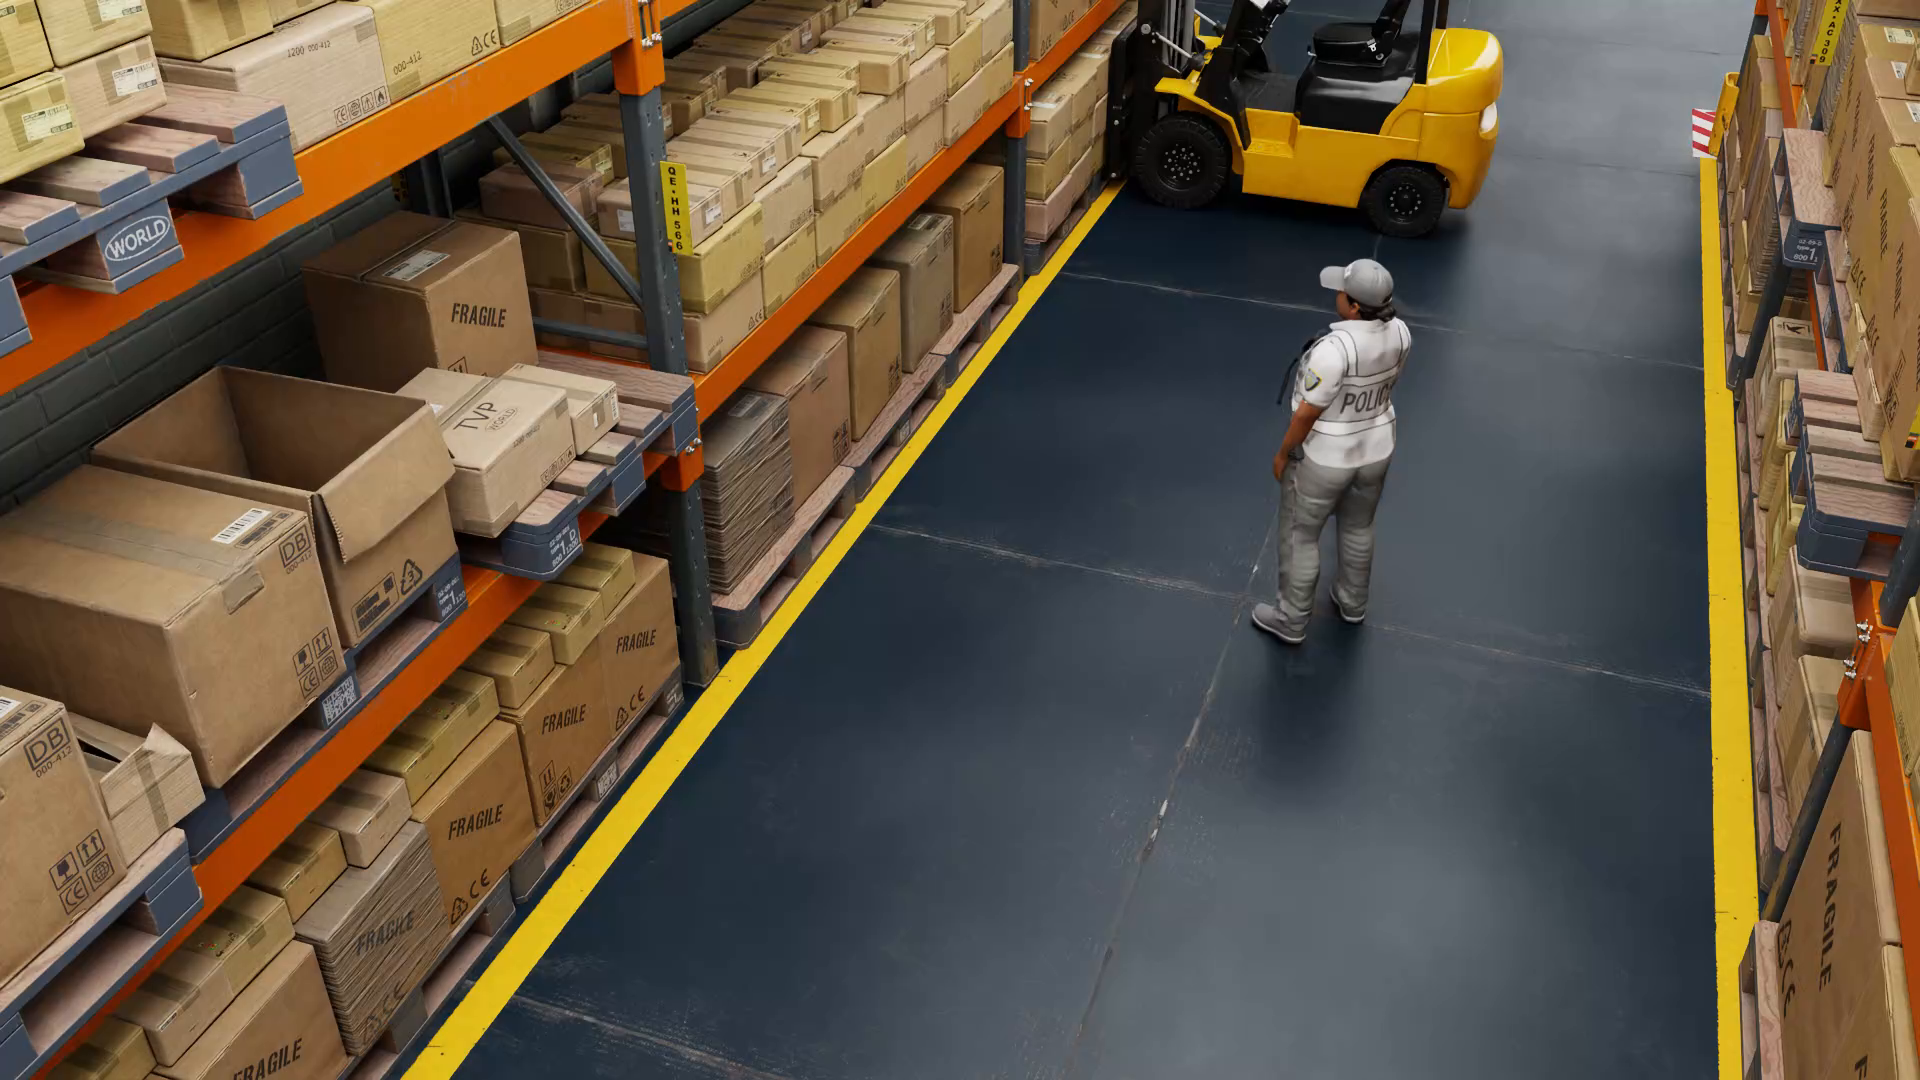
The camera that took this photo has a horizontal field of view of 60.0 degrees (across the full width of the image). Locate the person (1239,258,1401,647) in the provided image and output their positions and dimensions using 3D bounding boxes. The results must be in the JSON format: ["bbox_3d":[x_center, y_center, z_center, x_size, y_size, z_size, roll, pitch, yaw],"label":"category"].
[{"bbox_3d":[1.492,-0.348,6.632,0.591,1.674,0.387,-26,41,-33],"label":"person"}]
